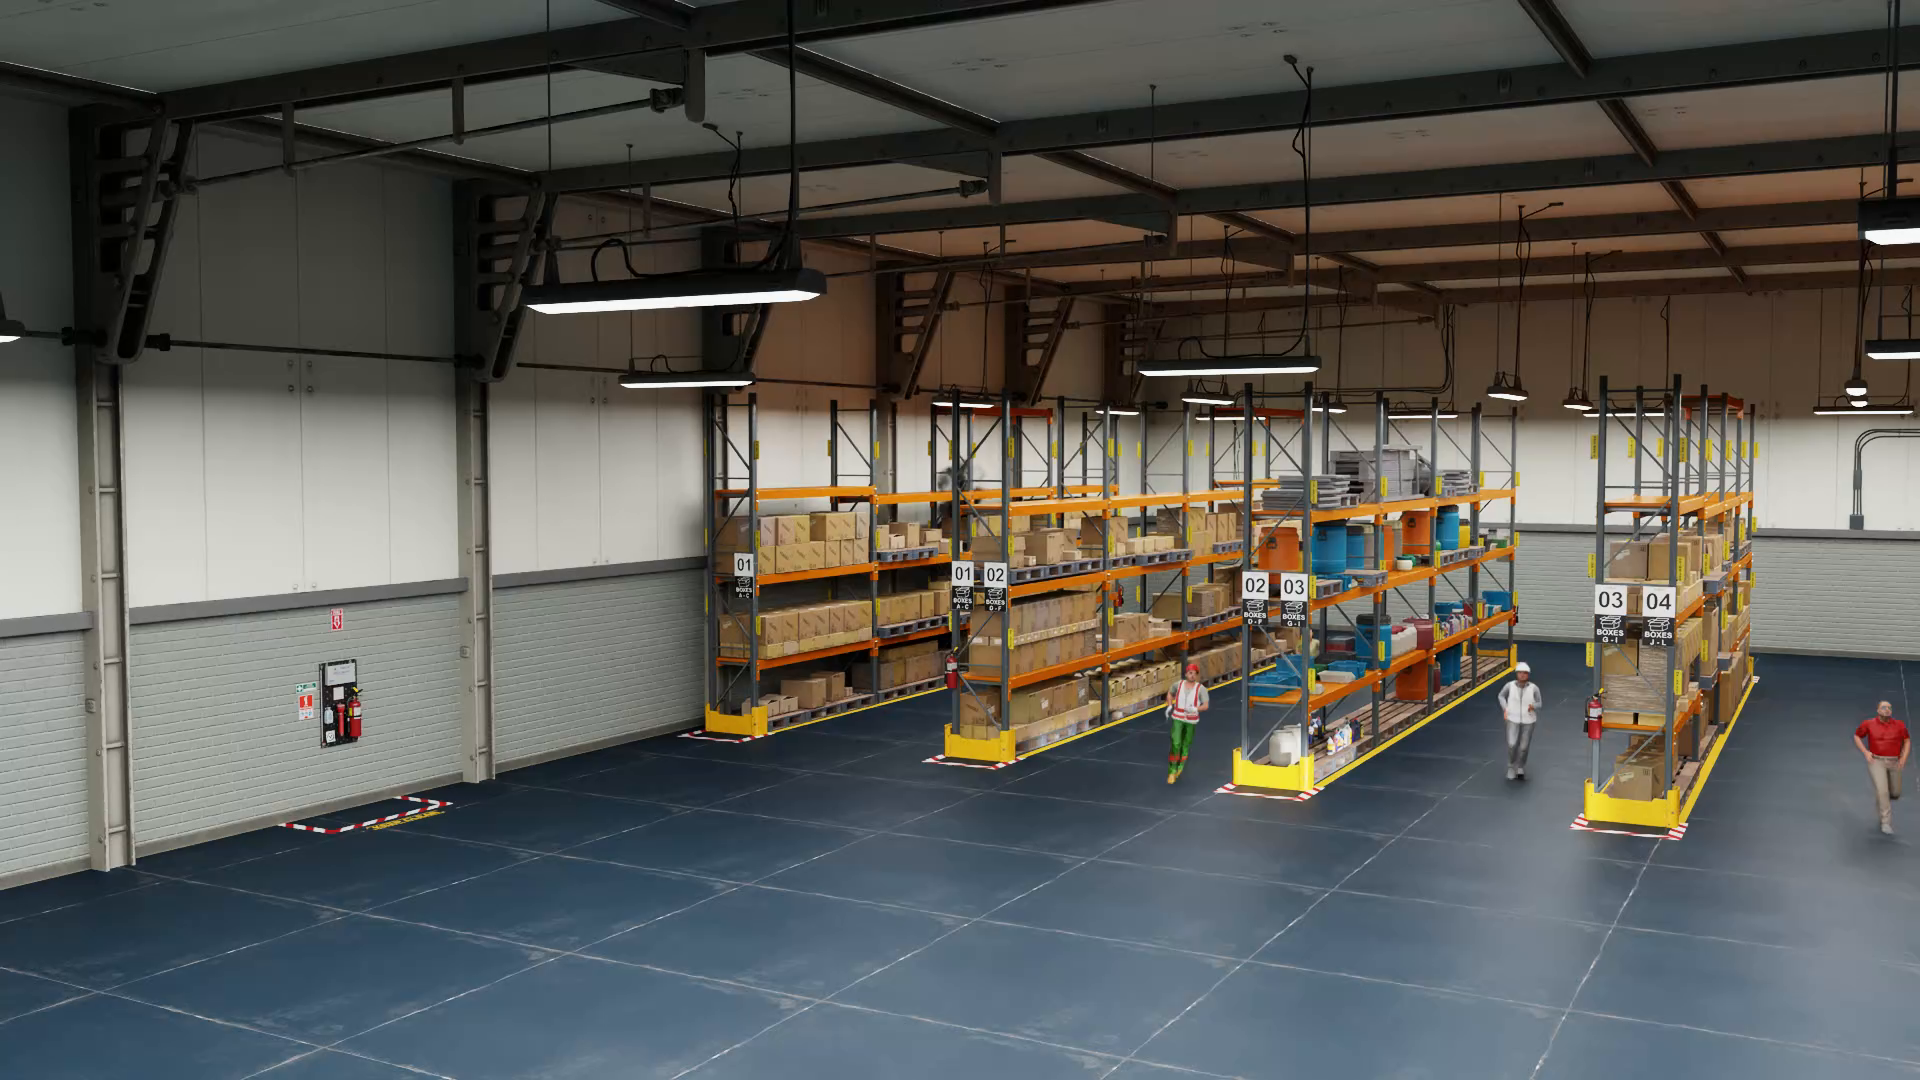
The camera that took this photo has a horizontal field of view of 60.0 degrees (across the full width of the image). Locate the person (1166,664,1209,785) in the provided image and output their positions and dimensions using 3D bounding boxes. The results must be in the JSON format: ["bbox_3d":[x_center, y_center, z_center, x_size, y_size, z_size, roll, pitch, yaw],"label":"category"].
[{"bbox_3d":[3.437,2.769,25.138,0.650,1.819,0.720,0,3,6],"label":"person"}]

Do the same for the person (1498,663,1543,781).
[{"bbox_3d":[8.503,2.765,25.230,0.633,1.788,0.726,1,3,16],"label":"person"}]

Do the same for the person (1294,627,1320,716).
[{"bbox_3d":[6.642,2.471,31.622,0.562,1.677,0.748,2,4,33],"label":"person"}]

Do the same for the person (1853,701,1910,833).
[{"bbox_3d":[12.280,2.990,22.105,0.656,1.710,0.863,1,3,9],"label":"person"}]
